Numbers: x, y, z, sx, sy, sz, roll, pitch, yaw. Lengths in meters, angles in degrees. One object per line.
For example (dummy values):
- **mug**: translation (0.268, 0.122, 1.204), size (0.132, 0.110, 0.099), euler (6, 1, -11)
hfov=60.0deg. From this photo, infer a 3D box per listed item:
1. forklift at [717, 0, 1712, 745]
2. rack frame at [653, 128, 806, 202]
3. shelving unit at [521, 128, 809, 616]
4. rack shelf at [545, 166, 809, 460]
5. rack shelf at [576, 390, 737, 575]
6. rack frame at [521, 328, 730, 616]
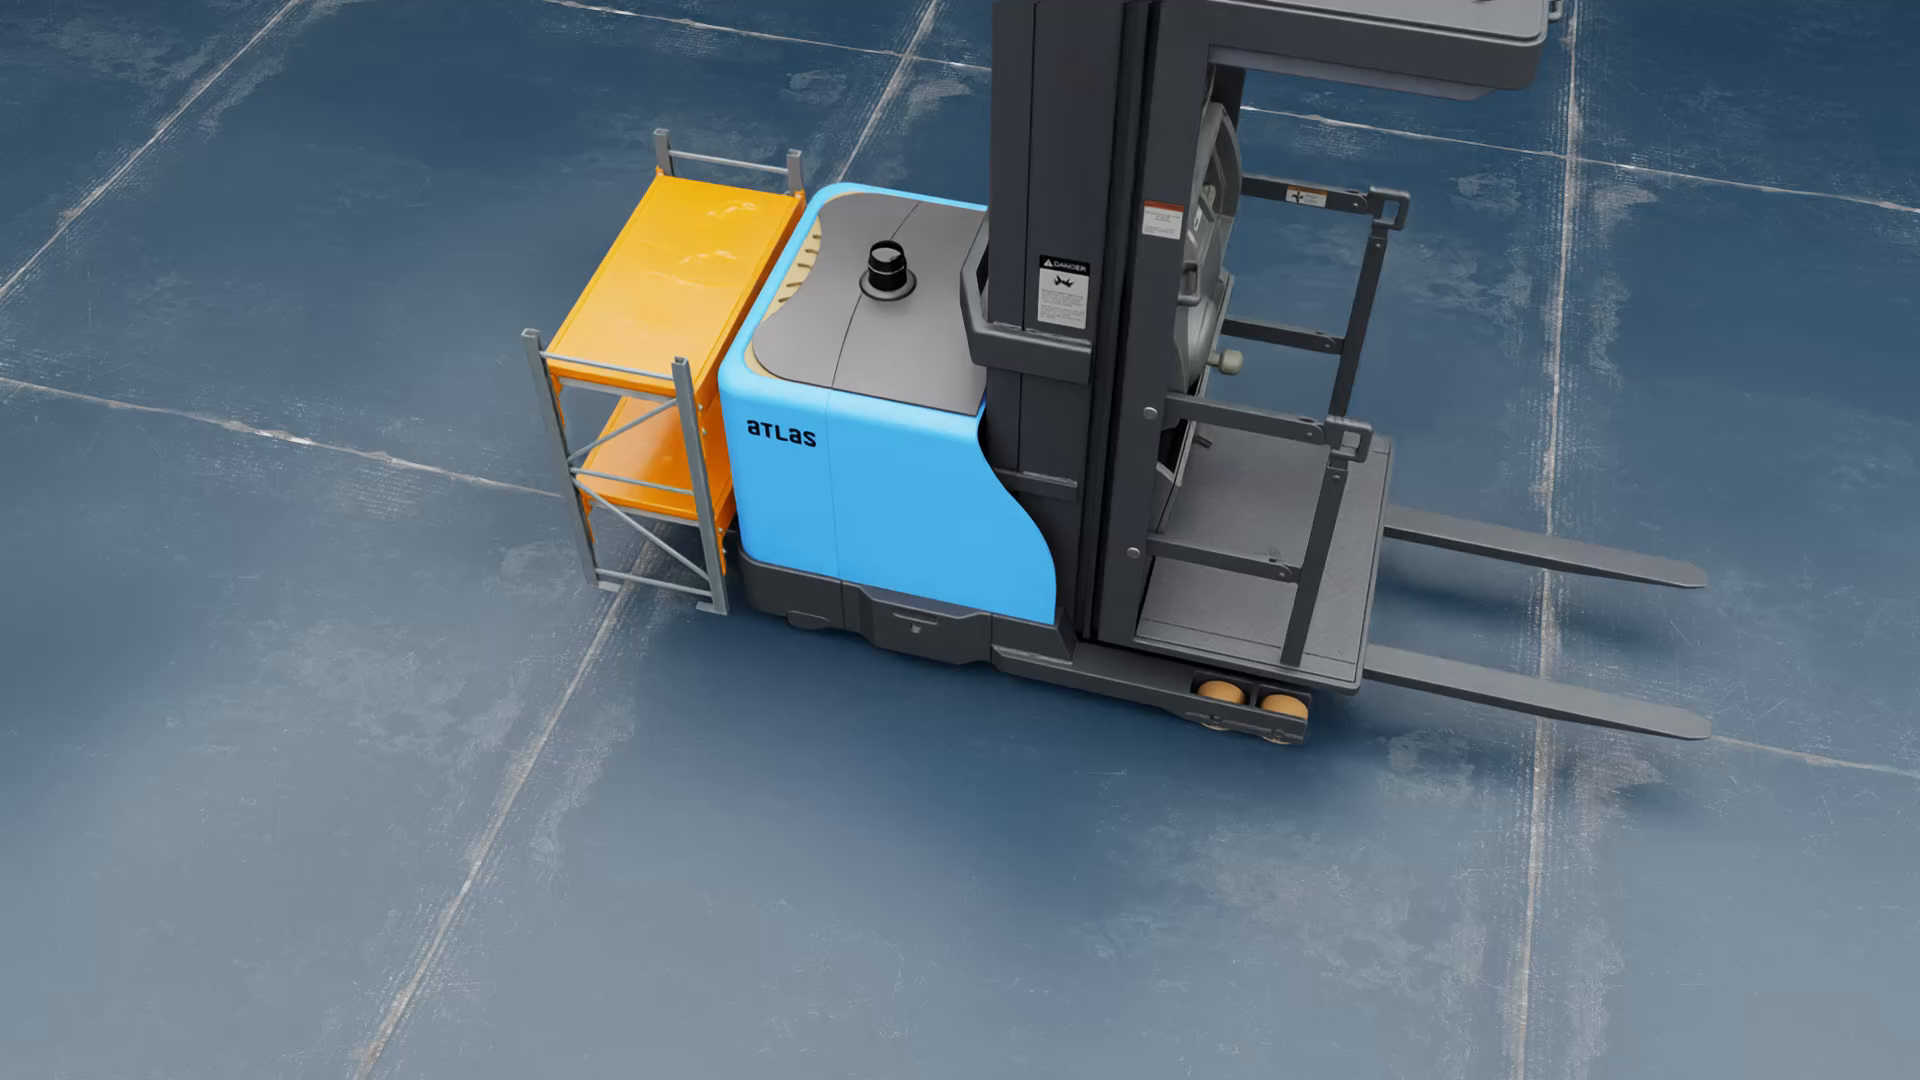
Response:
- **forklift**: translation (0.861, -0.780, 4.484), size (3.031, 2.935, 1.130), euler (12, 50, 10)
- **rack frame**: translation (-0.755, -0.916, 5.809), size (0.500, 1.125, 0.032), euler (11, 50, 10)
- **shelving unit**: translation (-0.884, -0.548, 5.483), size (0.538, 1.125, 1.048), euler (11, 50, 10)
- **rack shelf**: translation (-0.884, -0.741, 5.264), size (0.538, 0.278, 1.000), euler (11, 50, 10)
- **rack shelf**: translation (-0.884, -0.386, 5.667), size (0.538, 0.278, 1.000), euler (11, 50, 10)
- **rack frame**: translation (-1.013, -0.179, 5.158), size (0.500, 1.125, 0.032), euler (11, 50, 10)
